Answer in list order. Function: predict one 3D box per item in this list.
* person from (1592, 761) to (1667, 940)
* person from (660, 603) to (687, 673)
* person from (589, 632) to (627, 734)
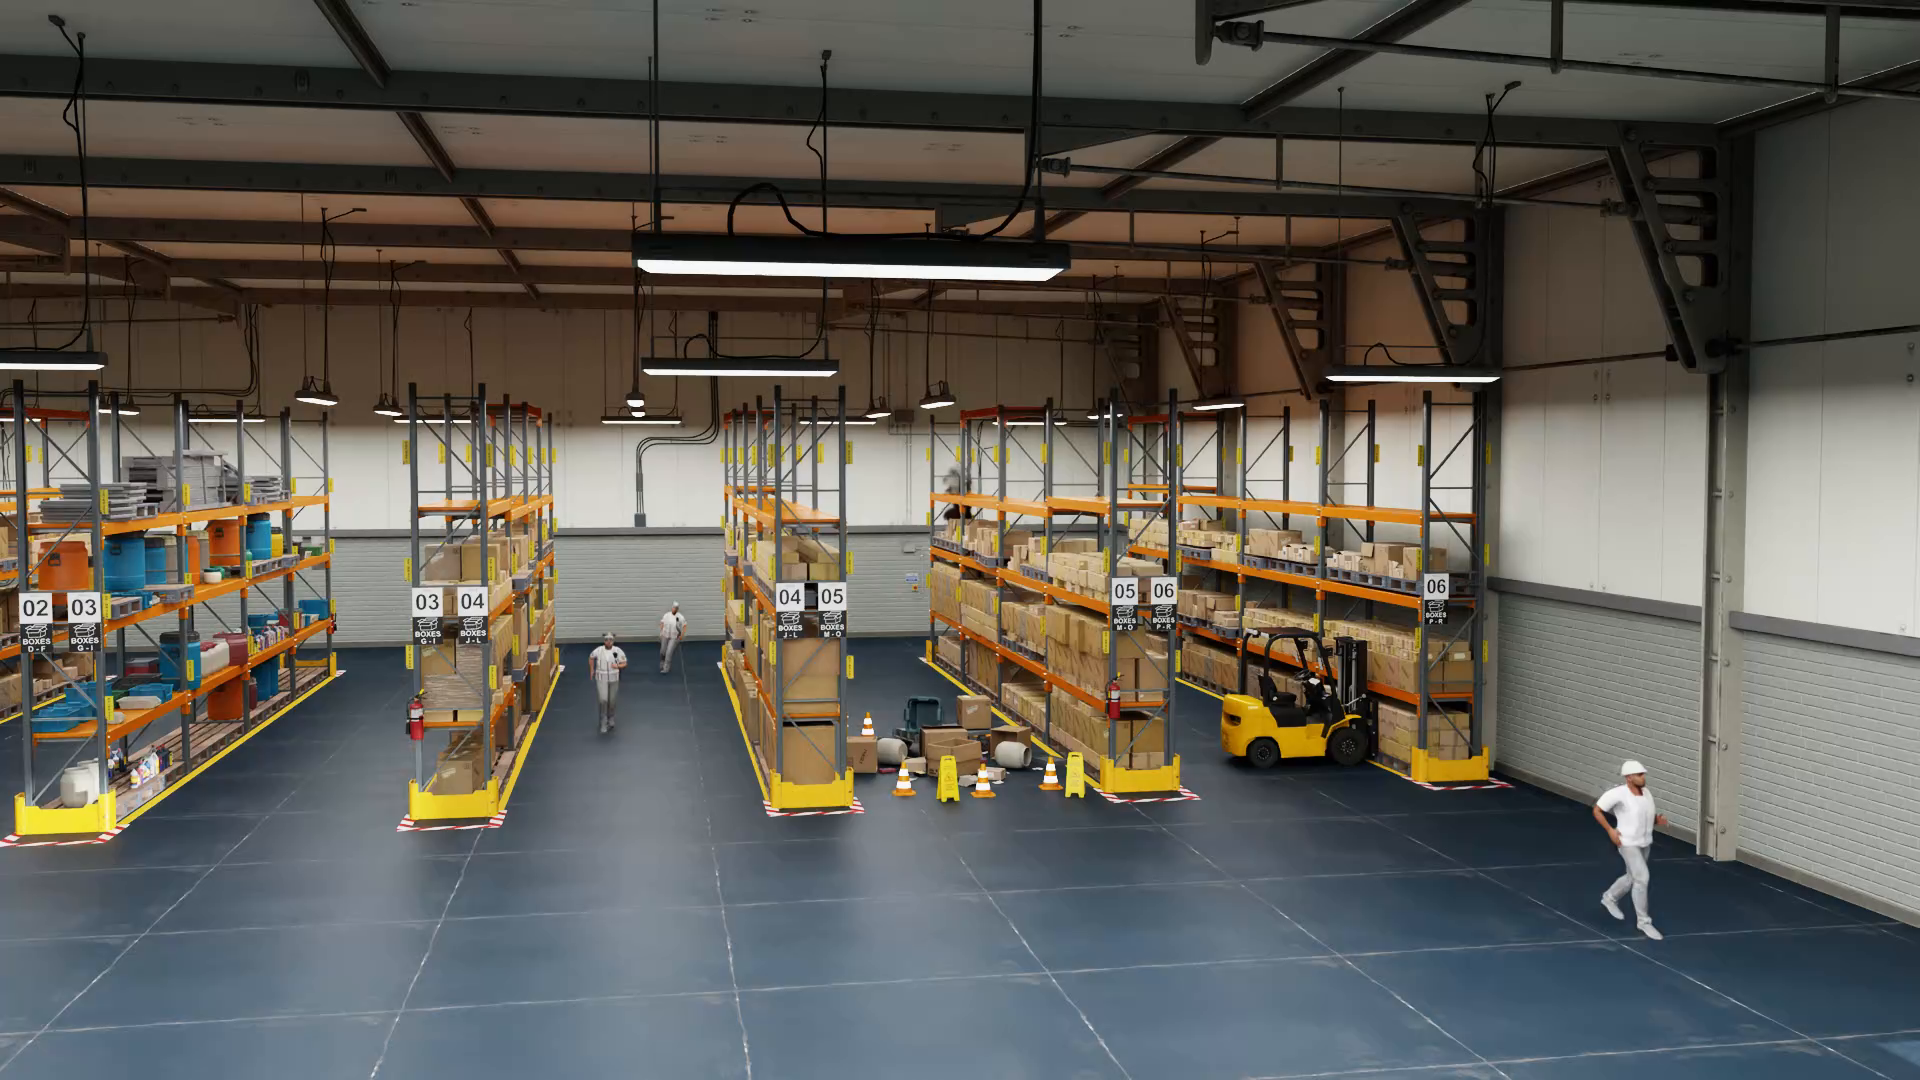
[{"bbox_3d":[7.092,3.217,17.532,0.688,1.787,0.841,-2,3,-31],"label":"person"},{"bbox_3d":[-6.649,2.247,38.428,0.696,1.614,0.673,0,3,1],"label":"person"},{"bbox_3d":[-6.401,2.578,30.294,0.652,1.830,0.791,-1,3,-18],"label":"person"}]
